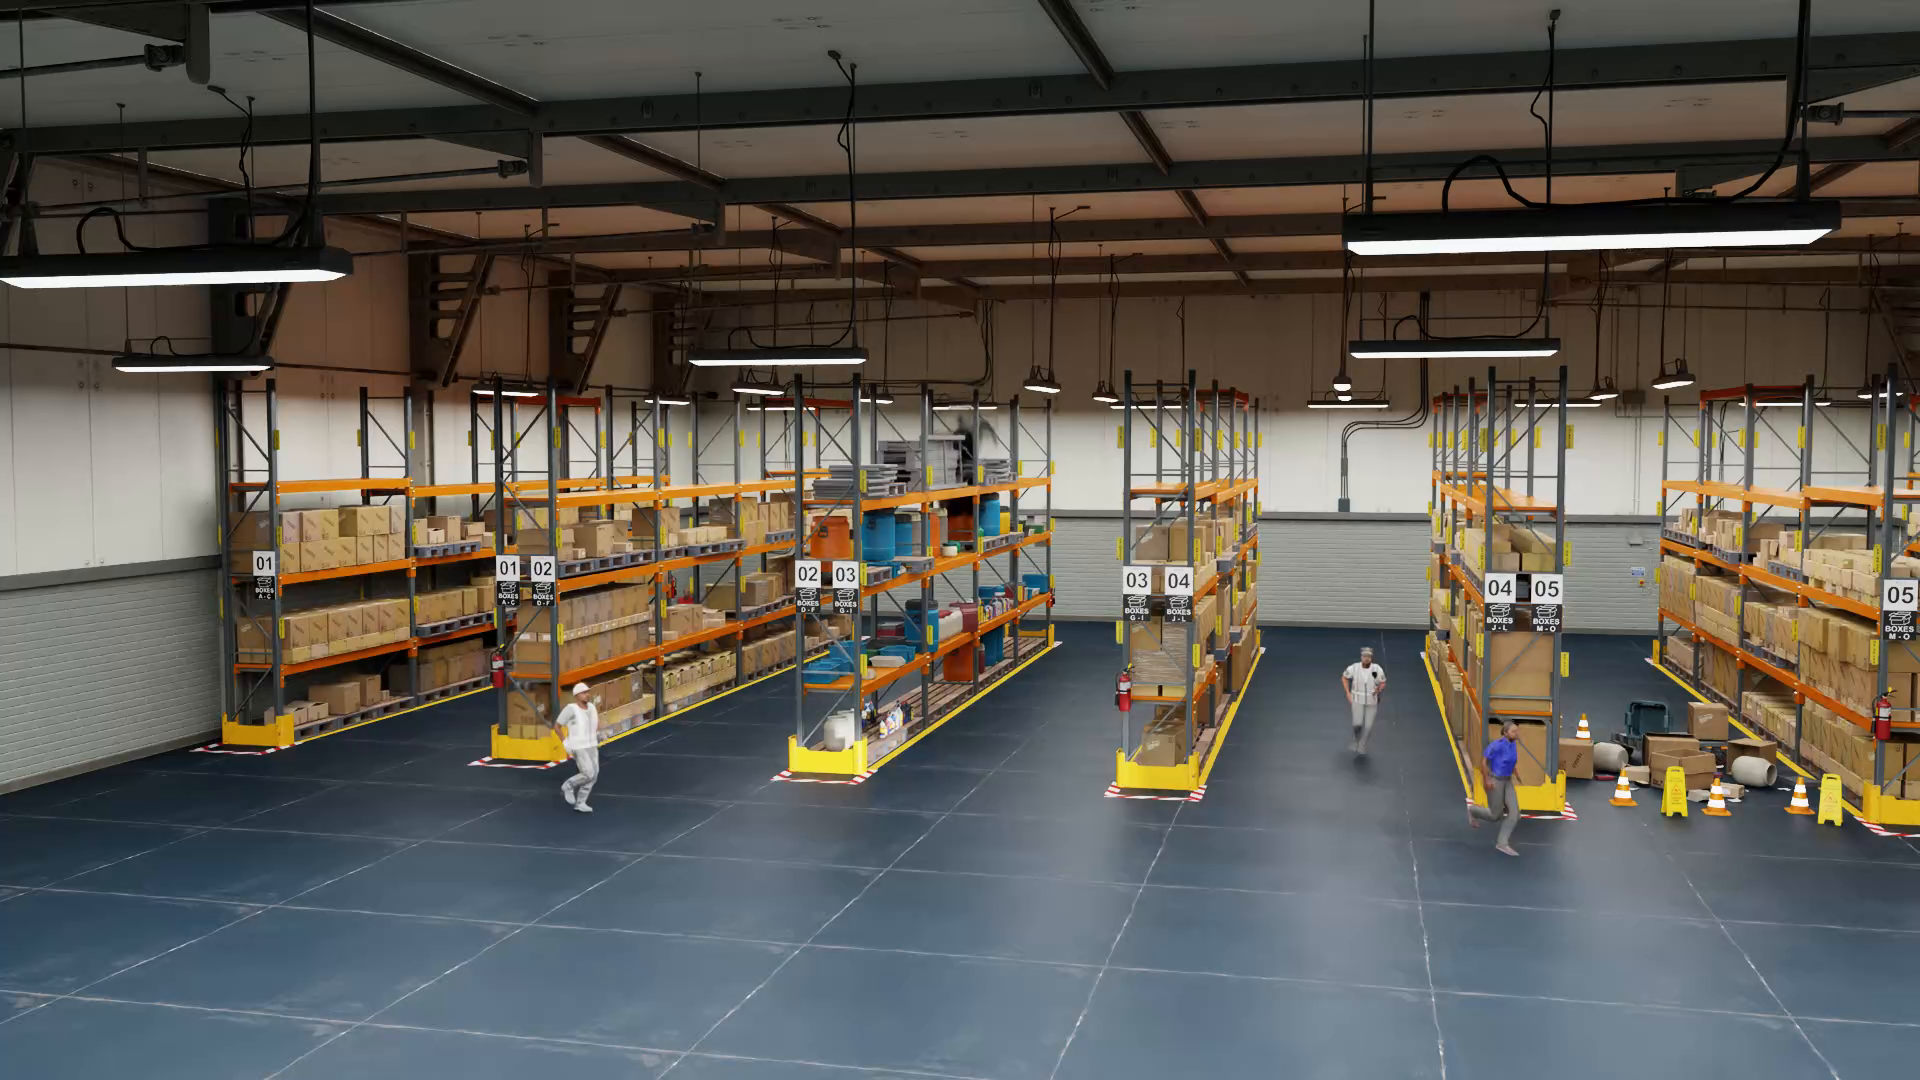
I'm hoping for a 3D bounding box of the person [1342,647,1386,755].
[{"bbox_3d":[6.393,2.550,26.257,0.661,1.739,0.622,0,3,6],"label":"person"}]

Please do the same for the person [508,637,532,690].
[{"bbox_3d":[-8.103,2.360,30.856,0.645,1.620,0.624,0,3,1],"label":"person"}]

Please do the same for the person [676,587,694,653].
[{"bbox_3d":[-6.062,1.941,36.981,0.638,1.801,0.794,0,3,4],"label":"person"}]

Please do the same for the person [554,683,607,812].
[{"bbox_3d":[-5.052,2.792,22.366,0.592,1.737,0.683,2,4,32],"label":"person"}]

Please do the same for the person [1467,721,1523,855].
[{"bbox_3d":[6.553,3.003,20.339,0.585,1.626,0.726,-2,4,-33],"label":"person"}]
